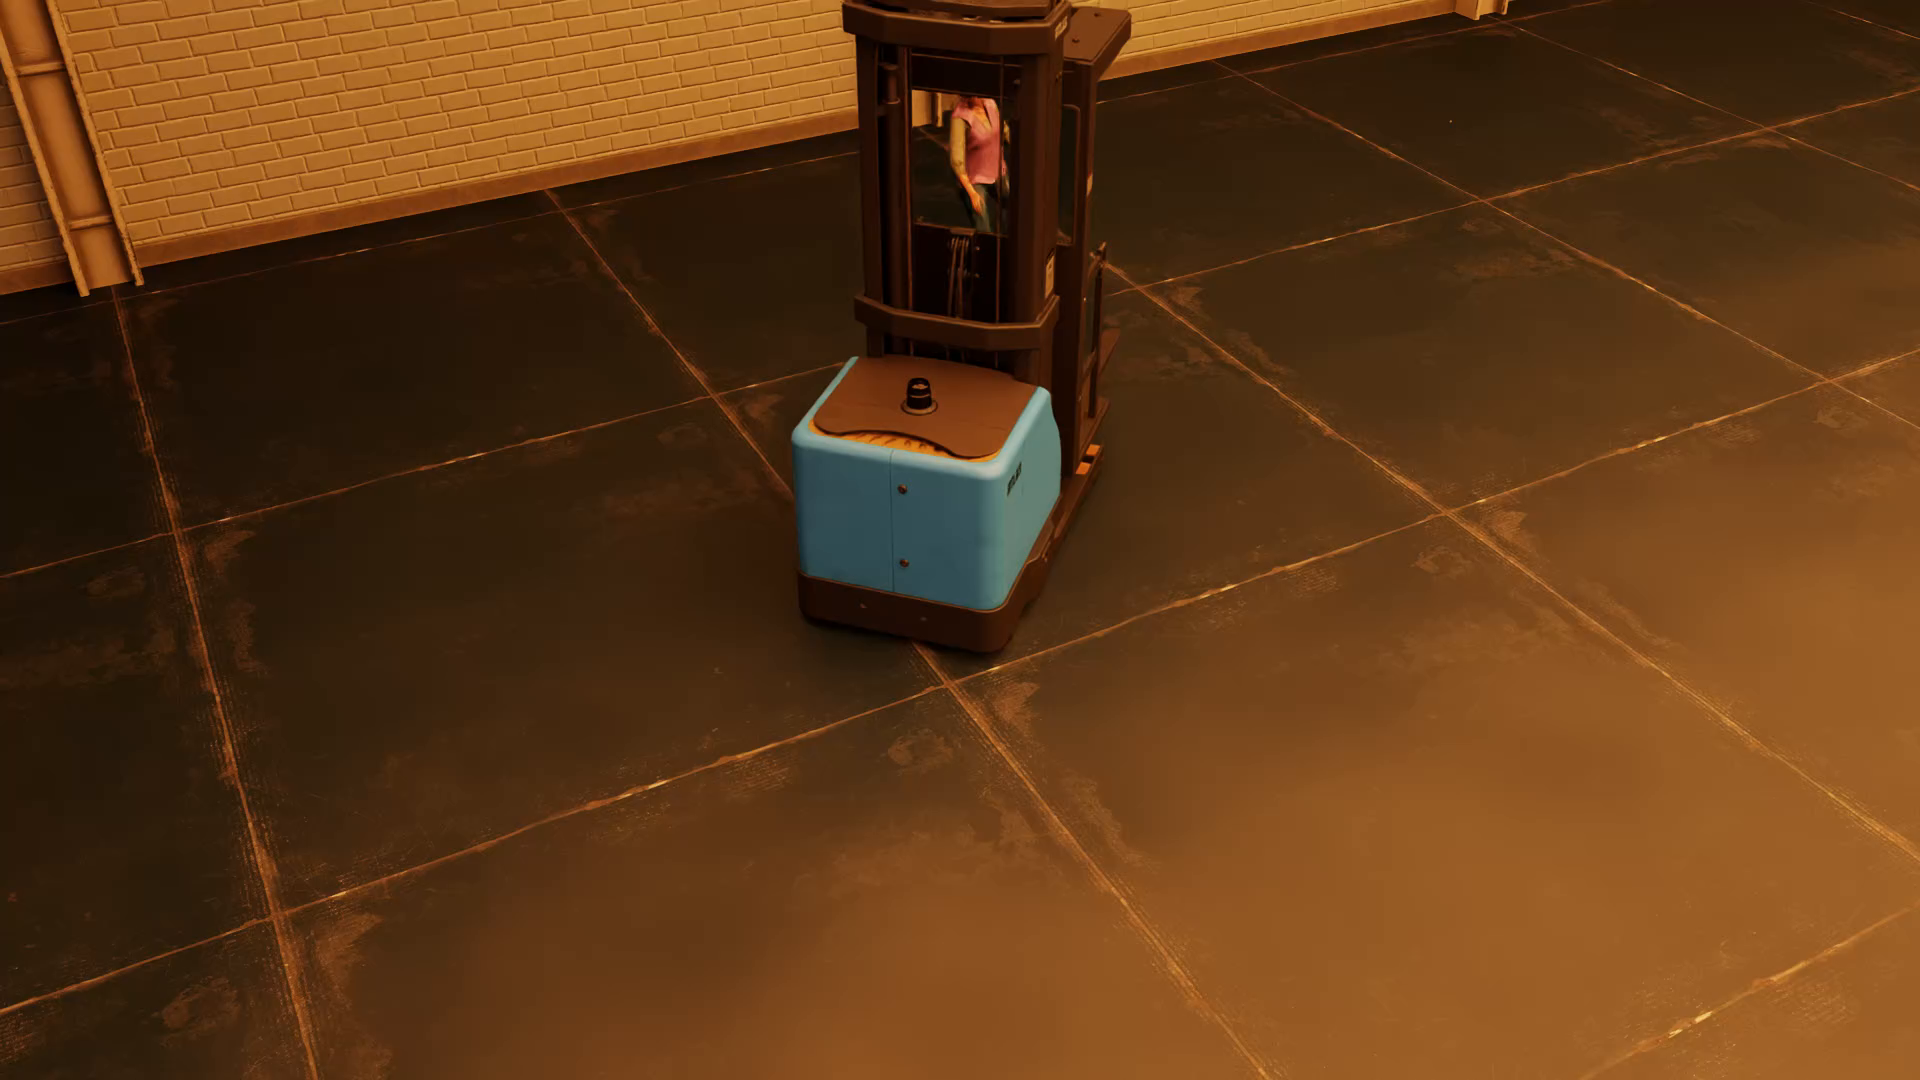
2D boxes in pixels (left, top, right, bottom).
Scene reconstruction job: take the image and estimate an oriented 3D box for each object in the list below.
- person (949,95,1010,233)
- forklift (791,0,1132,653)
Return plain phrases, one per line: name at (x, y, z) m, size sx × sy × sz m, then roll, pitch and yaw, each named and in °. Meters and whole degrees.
person at (0.174, -2.270, 10.604) m, size 0.511 × 1.455 × 0.705 m, roll 28°, pitch 44°, yaw 34°
forklift at (0.166, -1.519, 8.271) m, size 1.130 × 2.935 × 3.031 m, roll 11°, pitch 37°, yaw 15°
